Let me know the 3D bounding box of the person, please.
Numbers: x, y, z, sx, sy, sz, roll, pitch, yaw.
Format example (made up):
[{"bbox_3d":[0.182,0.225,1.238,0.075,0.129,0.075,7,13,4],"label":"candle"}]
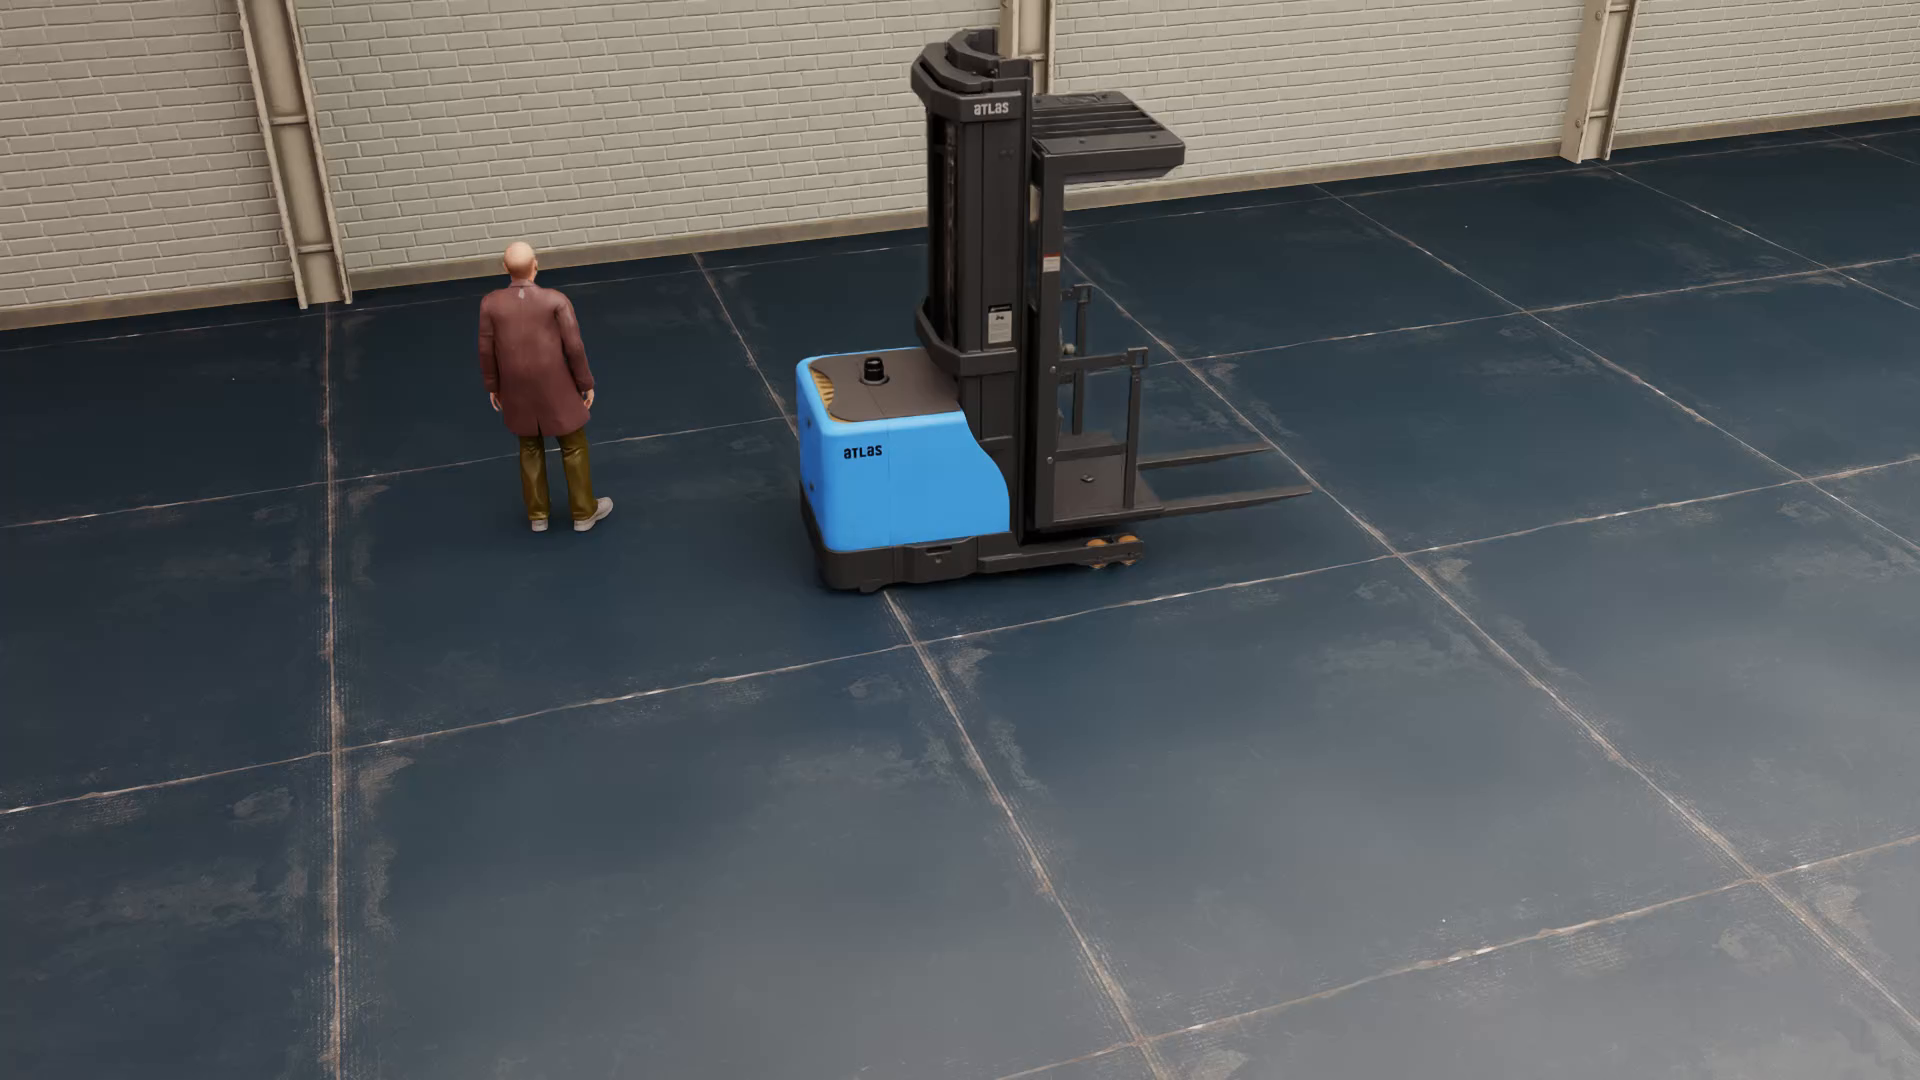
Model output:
[{"bbox_3d":[-2.475,-0.888,9.791,0.653,1.773,0.425,1,30,1],"label":"person"}]

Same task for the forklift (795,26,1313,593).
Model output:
[{"bbox_3d":[0.597,-1.353,9.439,3.031,2.935,1.130,-7,31,-12],"label":"forklift"}]
